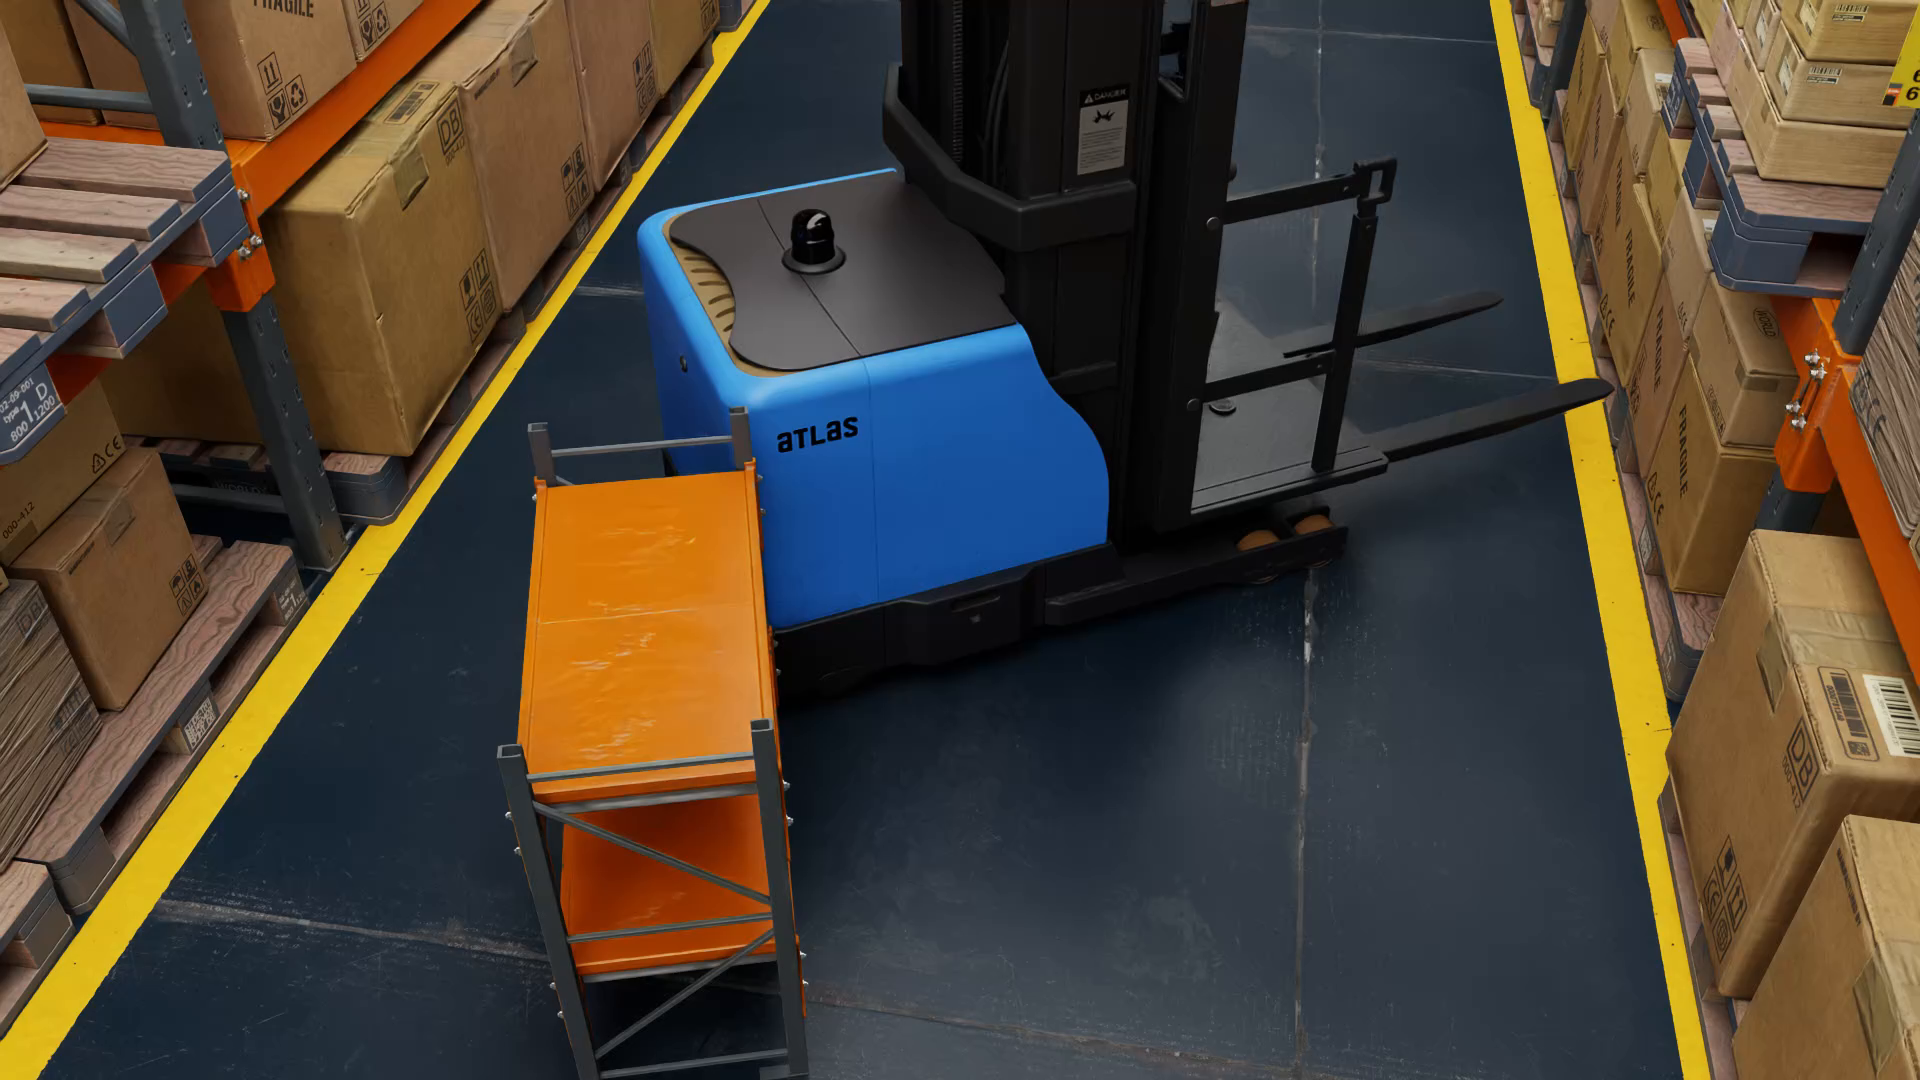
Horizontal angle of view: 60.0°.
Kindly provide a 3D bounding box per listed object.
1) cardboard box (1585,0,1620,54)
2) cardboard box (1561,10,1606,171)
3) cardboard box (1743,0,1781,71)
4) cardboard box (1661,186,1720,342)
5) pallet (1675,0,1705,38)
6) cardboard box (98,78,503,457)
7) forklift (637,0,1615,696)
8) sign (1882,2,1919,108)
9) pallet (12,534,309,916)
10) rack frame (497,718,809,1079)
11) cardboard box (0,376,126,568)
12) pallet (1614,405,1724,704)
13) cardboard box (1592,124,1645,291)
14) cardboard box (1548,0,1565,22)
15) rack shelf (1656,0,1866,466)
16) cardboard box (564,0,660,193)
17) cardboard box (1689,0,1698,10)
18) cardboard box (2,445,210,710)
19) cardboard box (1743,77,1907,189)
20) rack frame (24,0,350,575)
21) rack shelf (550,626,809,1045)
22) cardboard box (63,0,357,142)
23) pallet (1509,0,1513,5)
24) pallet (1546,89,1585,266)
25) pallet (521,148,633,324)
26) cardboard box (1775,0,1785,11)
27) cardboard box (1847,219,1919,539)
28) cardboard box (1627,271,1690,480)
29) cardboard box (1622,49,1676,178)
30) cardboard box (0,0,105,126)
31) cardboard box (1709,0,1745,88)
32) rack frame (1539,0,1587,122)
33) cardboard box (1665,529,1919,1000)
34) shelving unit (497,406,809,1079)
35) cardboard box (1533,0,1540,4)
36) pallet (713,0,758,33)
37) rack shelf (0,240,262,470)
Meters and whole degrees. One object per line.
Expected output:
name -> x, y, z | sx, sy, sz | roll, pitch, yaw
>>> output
cardboard box -> 2.757, -2.095, 6.474 | 0.500, 0.250, 0.500 | 5, 40, 6
cardboard box -> 2.756, -1.806, 6.713 | 0.500, 0.500, 0.500 | 8, 40, 9
cardboard box -> 2.135, -1.240, 4.029 | 0.380, 0.149, 0.250 | 8, 40, 9
cardboard box -> 2.390, -0.796, 4.902 | 0.500, 0.250, 0.500 | 7, 40, 8
pallet -> 2.755, -1.705, 5.108 | 1.003, 0.211, 1.213 | 6, 40, 8
cardboard box -> -2.275, -0.916, 5.342 | 1.225, 0.875, 0.875 | 5, 40, 6
forklift -> 0.646, -1.293, 4.513 | 3.031, 2.935, 1.130 | -15, 42, -17
sign -> 1.917, -1.002, 3.261 | 0.100, 0.325, 0.005 | 6, 40, 8
pallet -> -2.551, 0.423, 4.573 | 1.003, 0.211, 1.213 | 6, 40, 8
rack frame -> -0.592, 0.796, 3.405 | 0.500, 1.125, 0.032 | -5, 40, -6
cardboard box -> -2.501, -0.214, 4.182 | 0.500, 0.250, 0.500 | 8, 40, 9
pallet -> 2.590, 0.053, 5.021 | 1.003, 0.211, 1.213 | 6, 40, 8
cardboard box -> 2.589, -1.144, 5.911 | 0.500, 0.500, 0.500 | 7, 40, 8
cardboard box -> 2.887, -2.453, 7.537 | 0.380, 0.149, 0.250 | 7, 40, 9
rack shelf -> 2.799, -1.510, 5.287 | 1.077, 0.370, 4.000 | 6, 40, 8
cardboard box -> -1.967, -2.031, 6.690 | 1.225, 0.875, 0.875 | 5, 40, 6
cardboard box -> 2.266, -1.599, 4.698 | 0.380, 0.149, 0.250 | 5, 40, 6
cardboard box -> -2.511, 0.074, 4.423 | 0.700, 0.500, 0.500 | 4, 40, 5
cardboard box -> 2.086, -0.957, 3.921 | 0.380, 0.149, 0.250 | 7, 40, 8
rack frame -> -2.415, -1.142, 4.278 | 1.000, 3.000, 0.127 | 6, 40, 8
rack shelf -> -0.666, 0.663, 3.948 | 0.538, 0.278, 1.000 | -5, 40, -6
cardboard box -> -2.062, -1.456, 4.578 | 0.500, 0.500, 0.500 | 8, 40, 9
pallet -> 3.435, -3.161, 8.907 | 1.003, 0.211, 1.213 | 6, 40, 8
pallet -> 3.012, -1.479, 6.873 | 1.003, 0.211, 1.213 | 6, 40, 8
pallet -> -1.991, -1.317, 6.678 | 1.003, 0.211, 1.213 | 6, 40, 8
cardboard box -> 2.132, -1.342, 3.919 | 0.380, 0.149, 0.250 | 6, 40, 7
cardboard box -> 2.109, -0.318, 3.203 | 0.500, 0.500, 0.500 | 7, 40, 8
cardboard box -> 2.403, -0.498, 5.130 | 0.500, 0.500, 0.500 | 8, 40, 9
cardboard box -> 2.575, -1.441, 5.683 | 0.500, 0.250, 0.500 | 8, 40, 9
cardboard box -> -2.573, -1.518, 4.653 | 0.500, 0.500, 0.500 | 8, 40, 9
cardboard box -> 2.174, -1.274, 4.305 | 0.380, 0.149, 0.250 | 7, 40, 8
rack frame -> 3.145, -3.042, 6.576 | 1.000, 3.000, 0.127 | 6, 40, 8
cardboard box -> 2.259, 0.546, 3.672 | 1.050, 0.750, 0.750 | 6, 40, 7
shelving unit -> -0.666, 0.475, 3.793 | 0.538, 1.125, 1.048 | -5, 40, -6
cardboard box -> 2.987, -2.716, 8.089 | 0.380, 0.149, 0.250 | 5, 40, 6
pallet -> -1.514, -3.046, 8.769 | 1.003, 0.211, 1.213 | 6, 40, 8
rack shelf -> -2.761, 0.390, 2.989 | 1.077, 0.370, 4.000 | 6, 40, 8
